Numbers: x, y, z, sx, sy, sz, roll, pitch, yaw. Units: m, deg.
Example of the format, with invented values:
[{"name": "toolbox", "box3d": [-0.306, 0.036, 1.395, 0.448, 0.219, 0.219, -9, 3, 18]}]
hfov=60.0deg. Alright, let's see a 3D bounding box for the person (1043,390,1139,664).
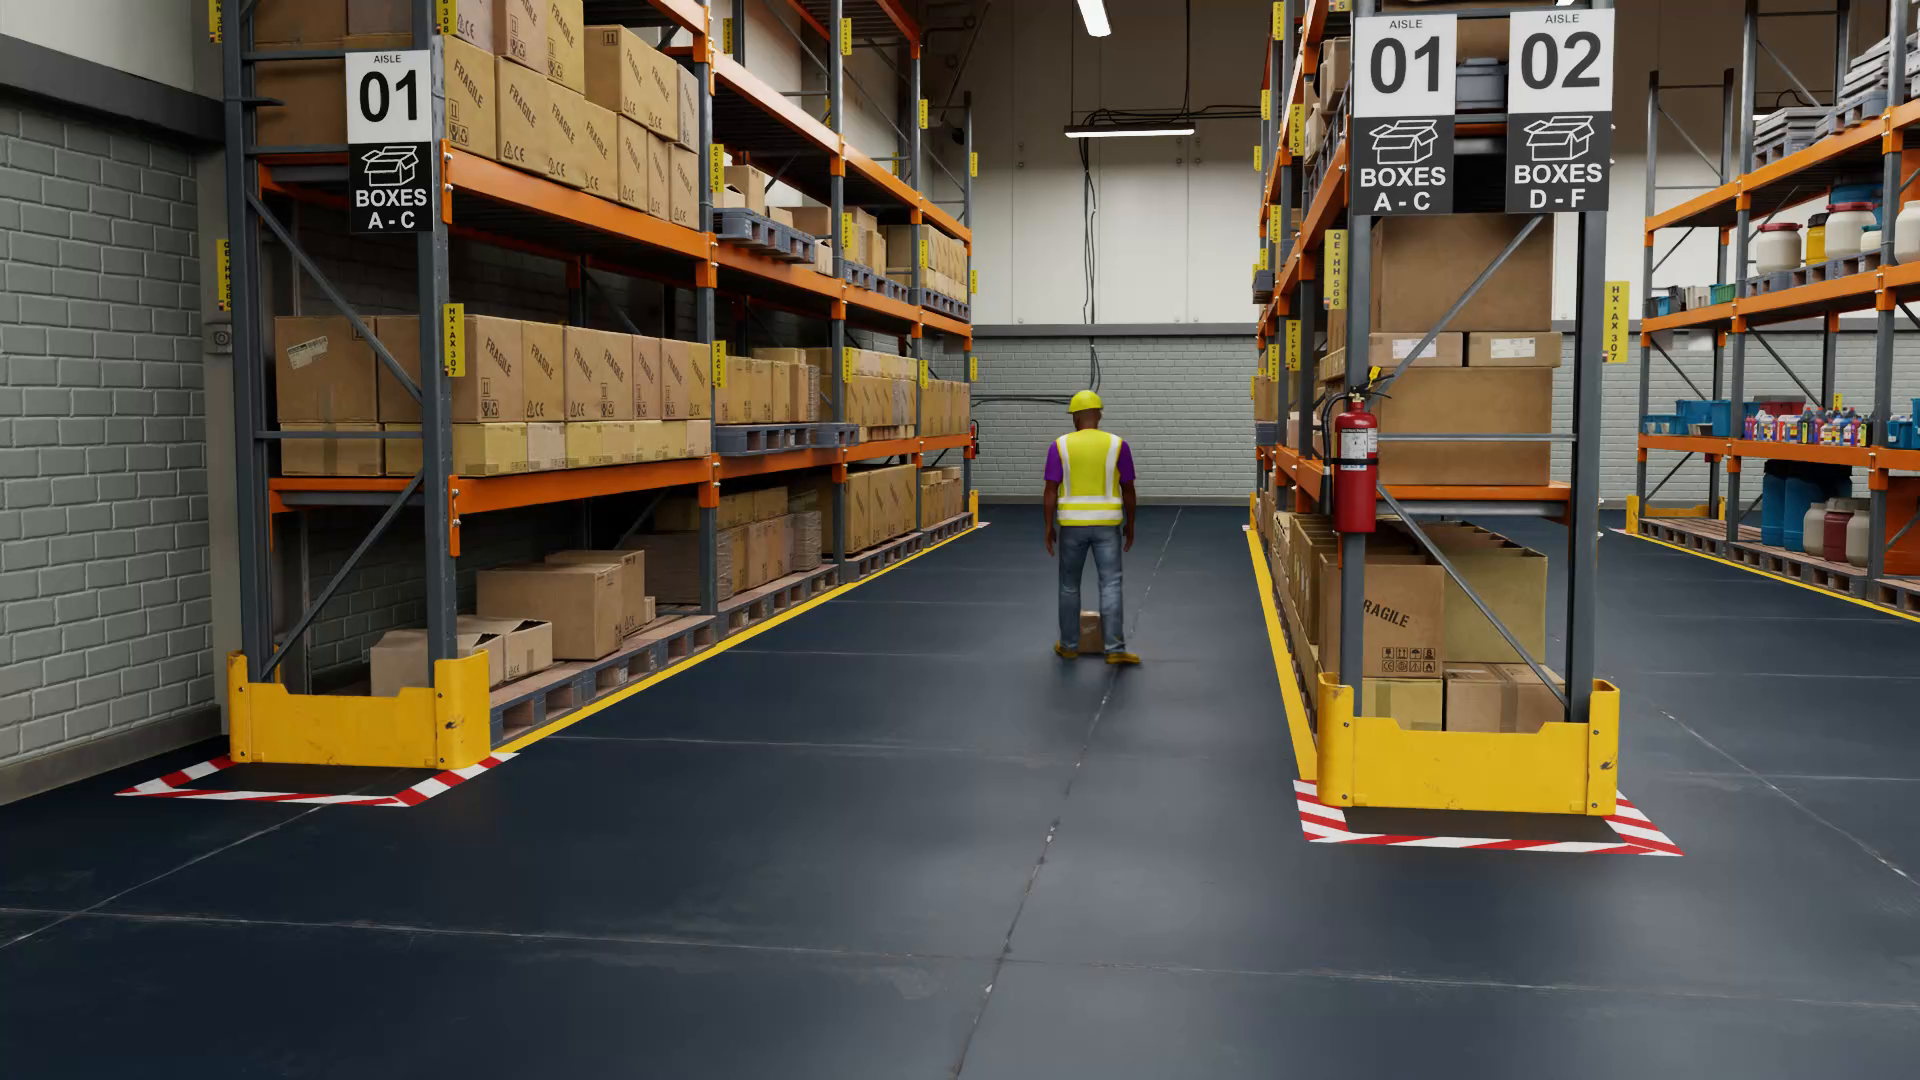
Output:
[{"name": "person", "box3d": [0.853, -0.088, 10.747, 0.622, 1.761, 0.644, 1, 4, 8]}]
